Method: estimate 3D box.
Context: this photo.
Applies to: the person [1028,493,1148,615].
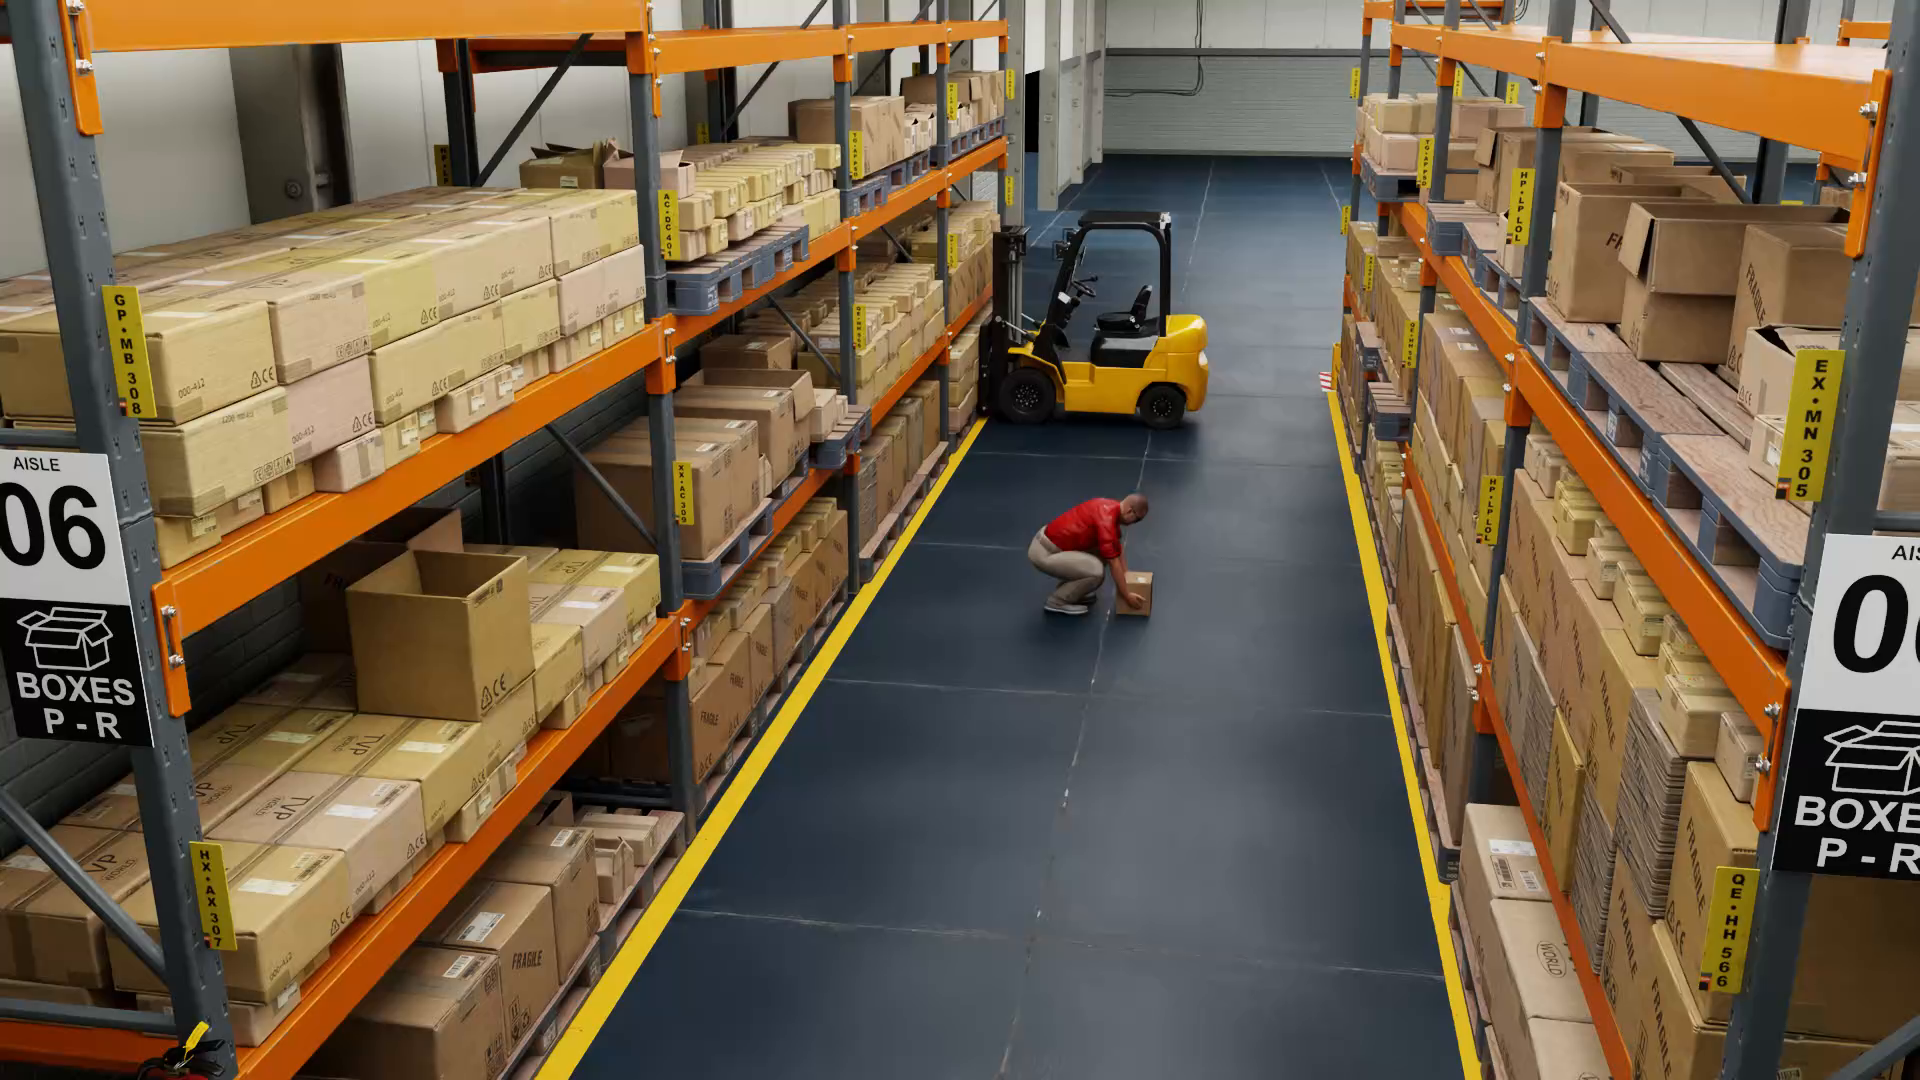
[{"bbox_3d":[0.945,0.081,12.240,0.871,0.876,0.562,3,18,9],"label":"person"}]
